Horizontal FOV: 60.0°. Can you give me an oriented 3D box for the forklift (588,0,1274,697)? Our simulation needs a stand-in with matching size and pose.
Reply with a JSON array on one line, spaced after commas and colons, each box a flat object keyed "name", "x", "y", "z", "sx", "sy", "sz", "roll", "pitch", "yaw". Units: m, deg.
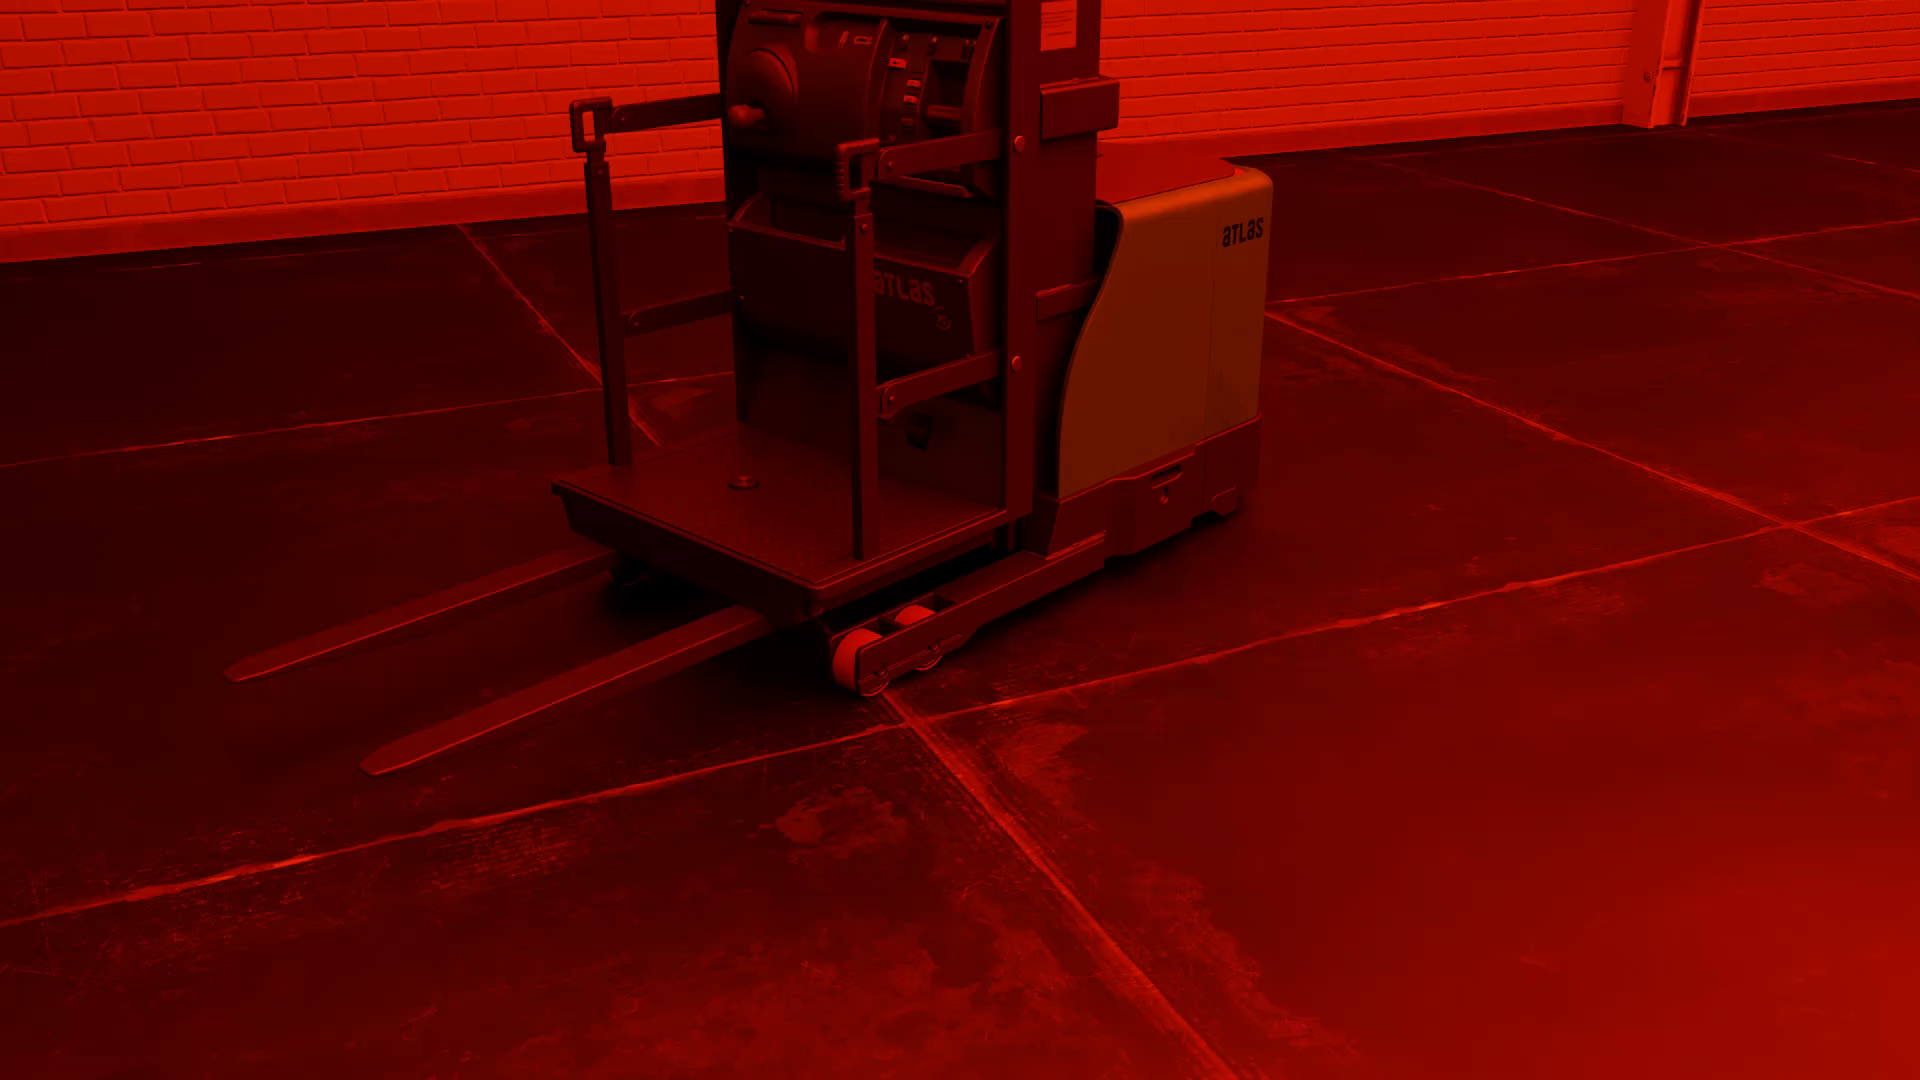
[{"name": "forklift", "x": -0.042, "y": -1.295, "z": 4.519, "sx": 1.129, "sy": 2.843, "sz": 1.939, "roll": 19, "pitch": 29, "yaw": 39}]
